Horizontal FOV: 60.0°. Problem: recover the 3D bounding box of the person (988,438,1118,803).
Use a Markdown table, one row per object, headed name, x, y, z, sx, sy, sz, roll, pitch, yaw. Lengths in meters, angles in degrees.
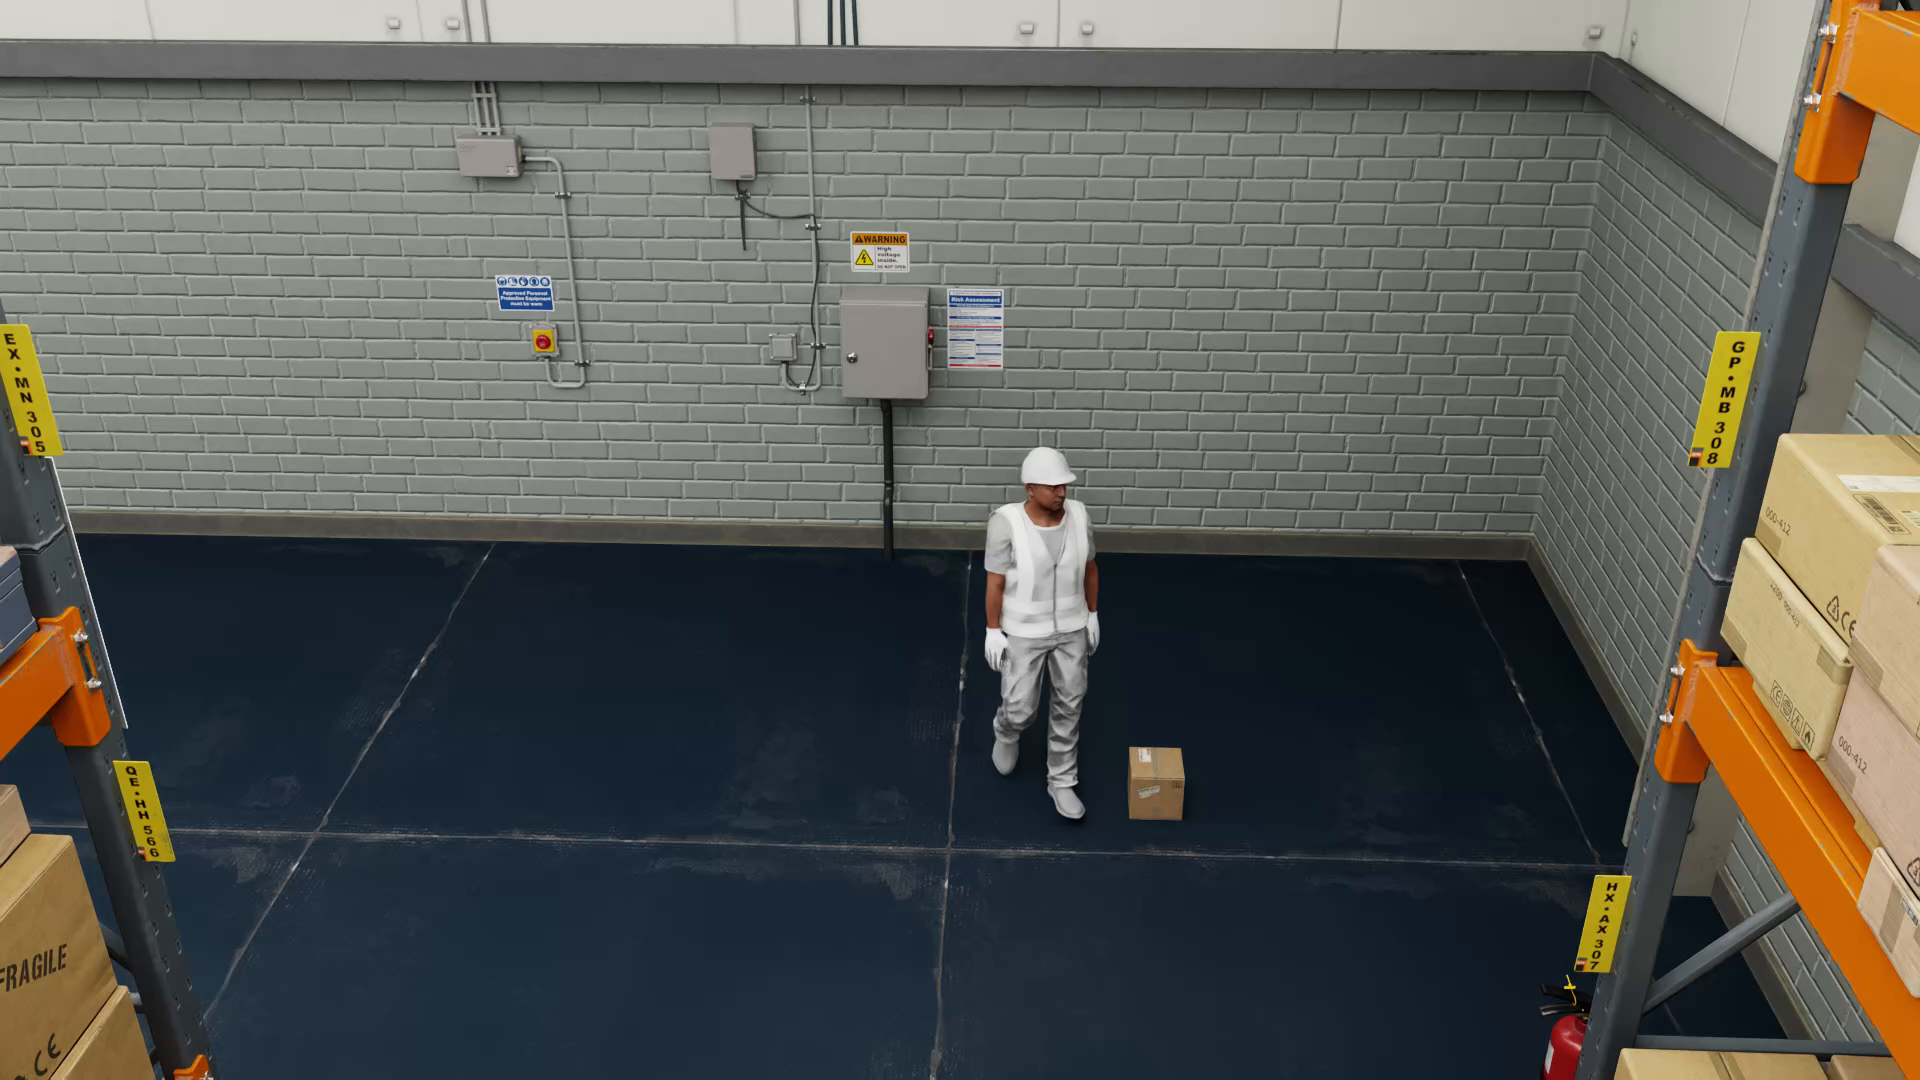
| name | x | y | z | sx | sy | sz | roll | pitch | yaw |
| --- | --- | --- | --- | --- | --- | --- | --- | --- | --- |
| person | 0.454 | 0.419 | 7.827 | 0.598 | 1.842 | 0.514 | -9 | 29 | -17 |
